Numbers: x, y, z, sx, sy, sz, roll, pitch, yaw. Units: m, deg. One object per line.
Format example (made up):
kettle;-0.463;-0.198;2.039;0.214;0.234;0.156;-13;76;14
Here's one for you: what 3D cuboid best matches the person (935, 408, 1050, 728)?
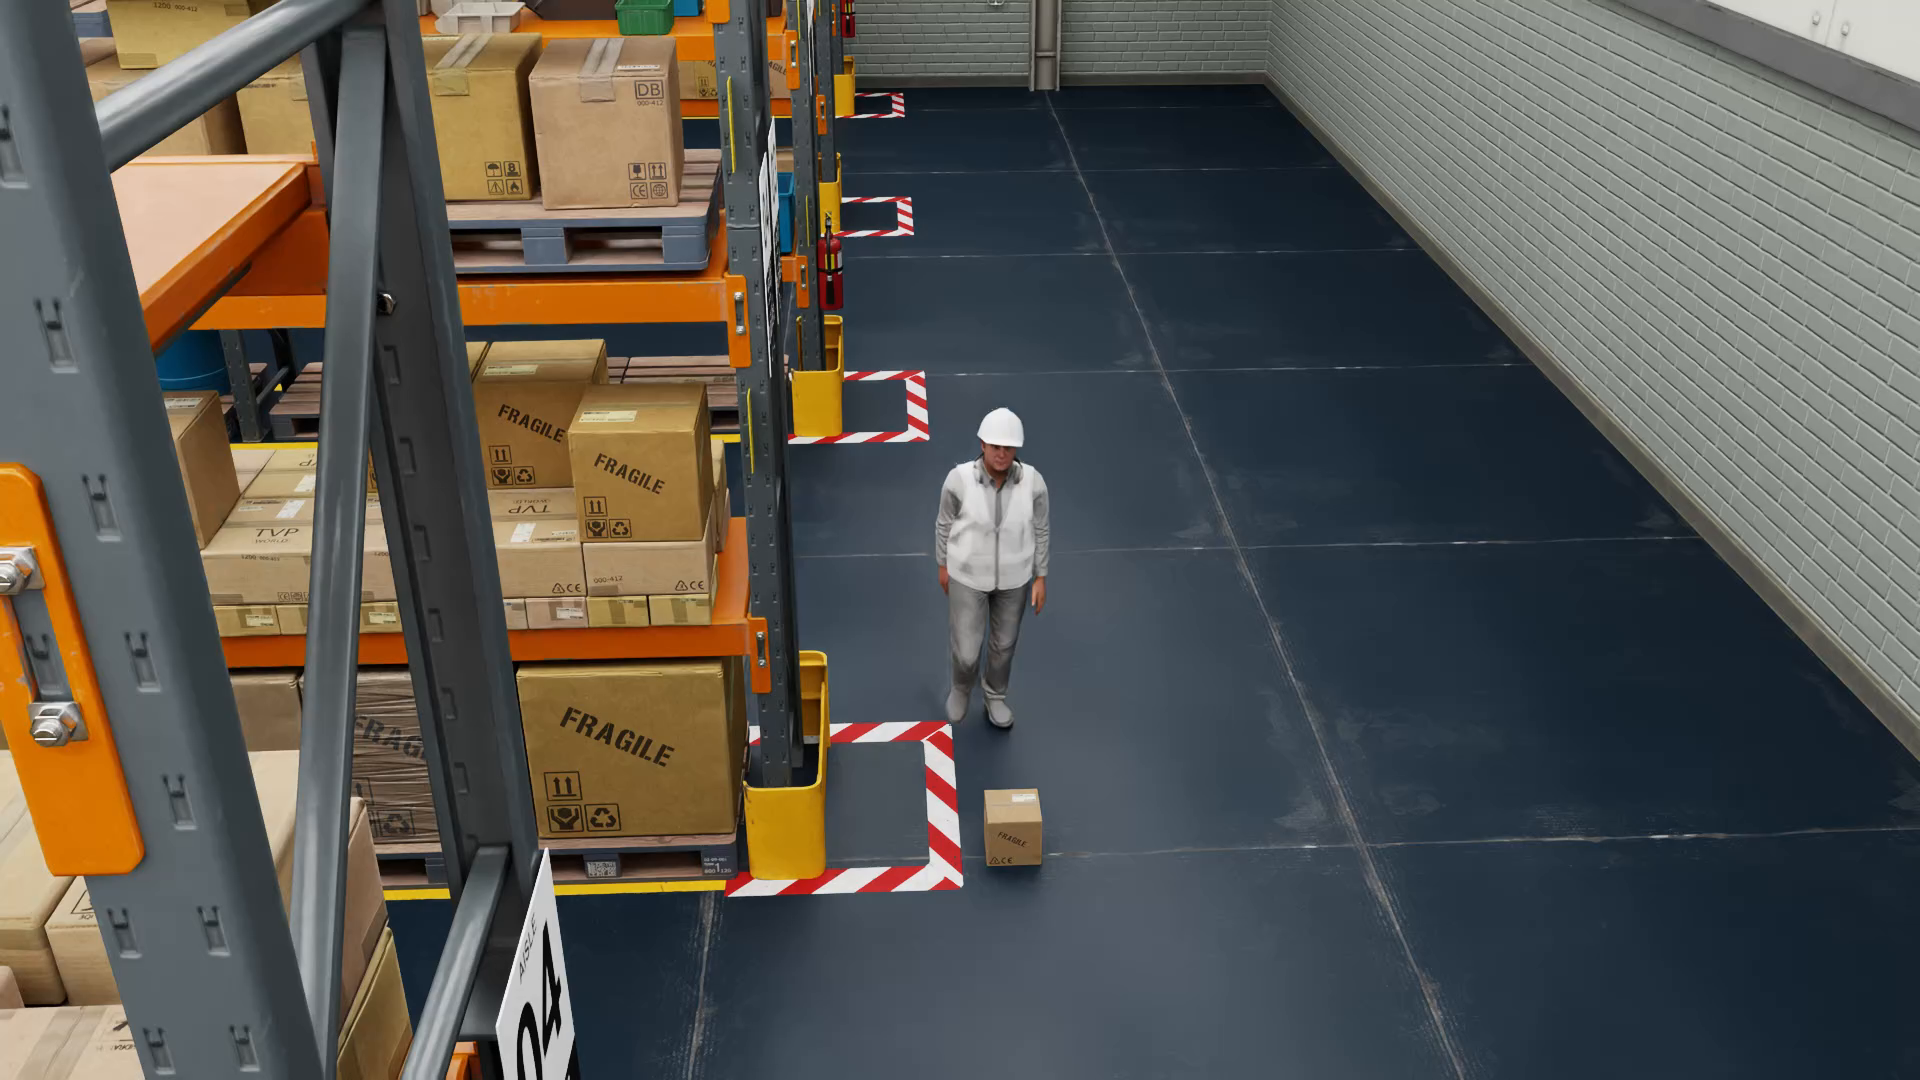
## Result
person;0.167;0.169;8.223;0.550;1.762;0.493;-5;28;-9
